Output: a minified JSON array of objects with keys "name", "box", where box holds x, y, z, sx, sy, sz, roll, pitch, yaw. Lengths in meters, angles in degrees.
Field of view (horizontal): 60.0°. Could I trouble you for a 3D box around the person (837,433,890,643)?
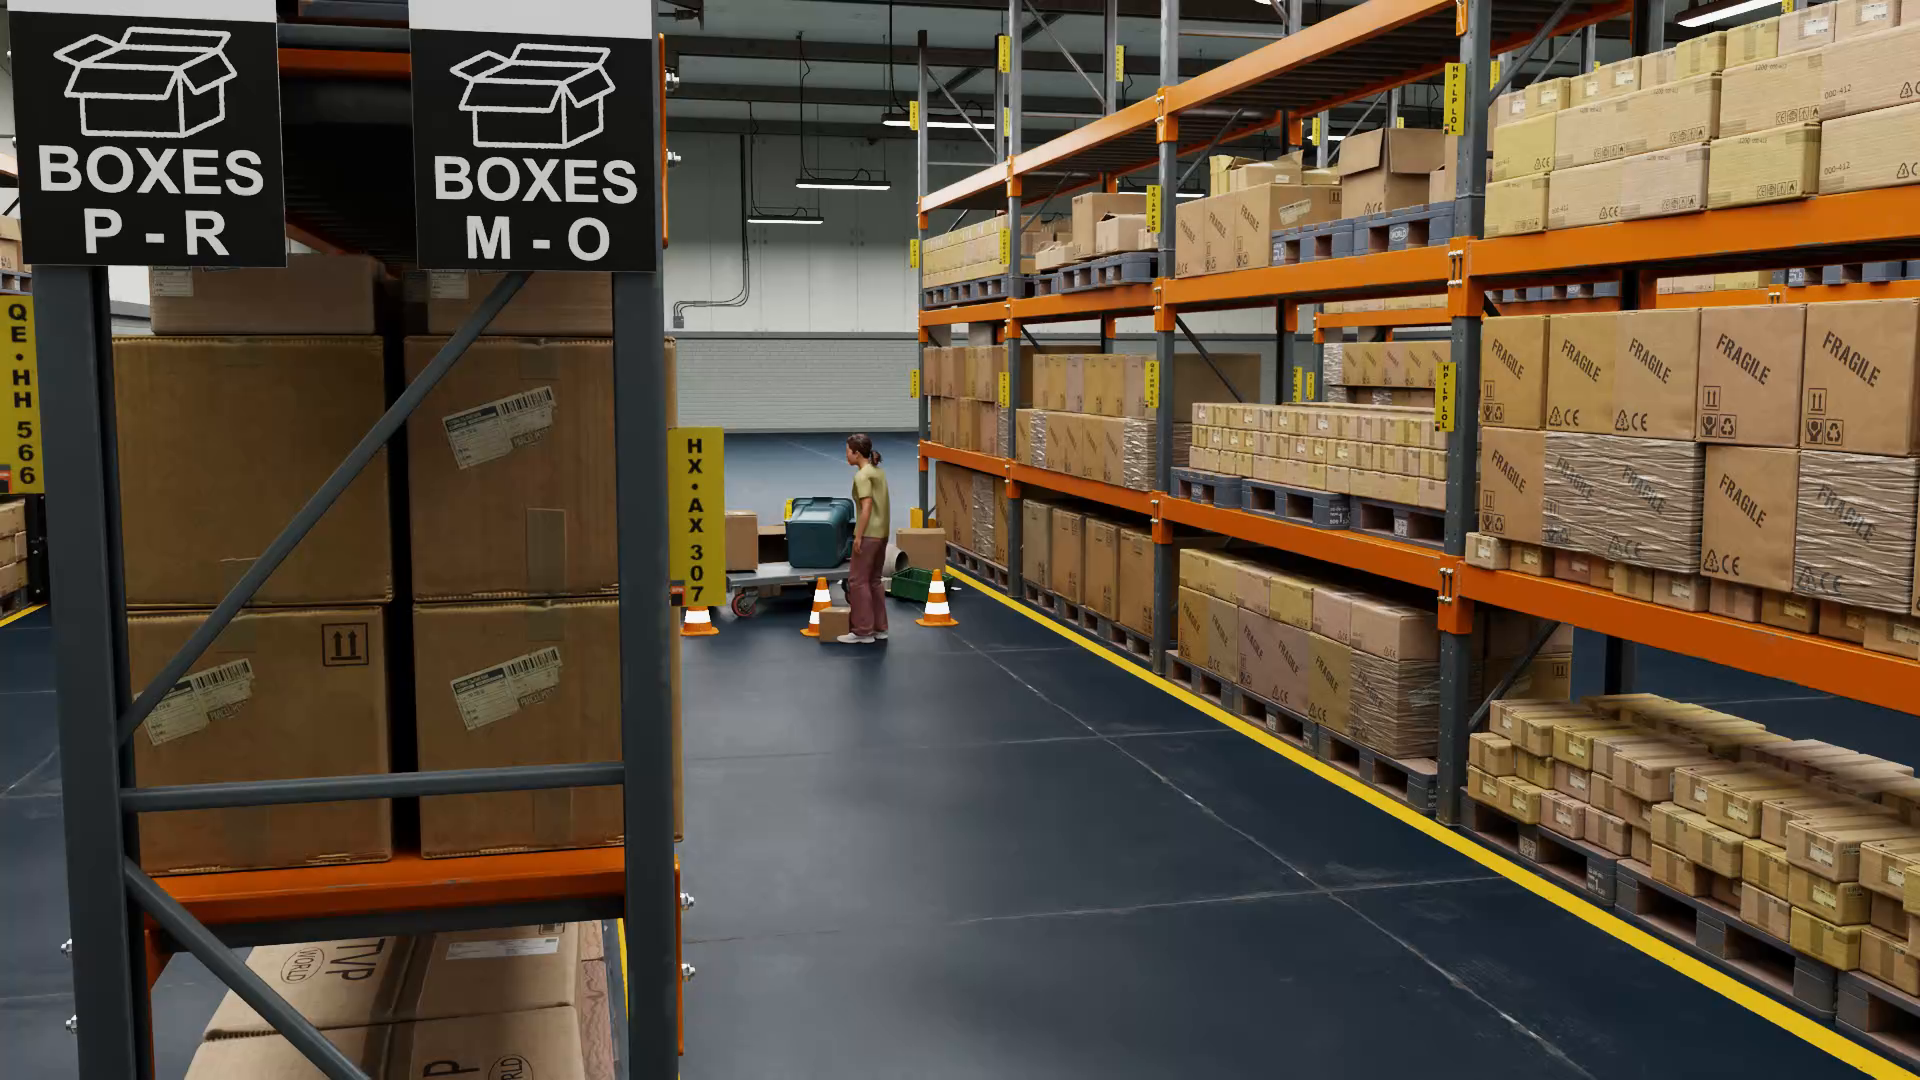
[{"name":"person","box":[-0.767,-0.016,13.292,0.404,1.673,0.500,2,6,15]}]
